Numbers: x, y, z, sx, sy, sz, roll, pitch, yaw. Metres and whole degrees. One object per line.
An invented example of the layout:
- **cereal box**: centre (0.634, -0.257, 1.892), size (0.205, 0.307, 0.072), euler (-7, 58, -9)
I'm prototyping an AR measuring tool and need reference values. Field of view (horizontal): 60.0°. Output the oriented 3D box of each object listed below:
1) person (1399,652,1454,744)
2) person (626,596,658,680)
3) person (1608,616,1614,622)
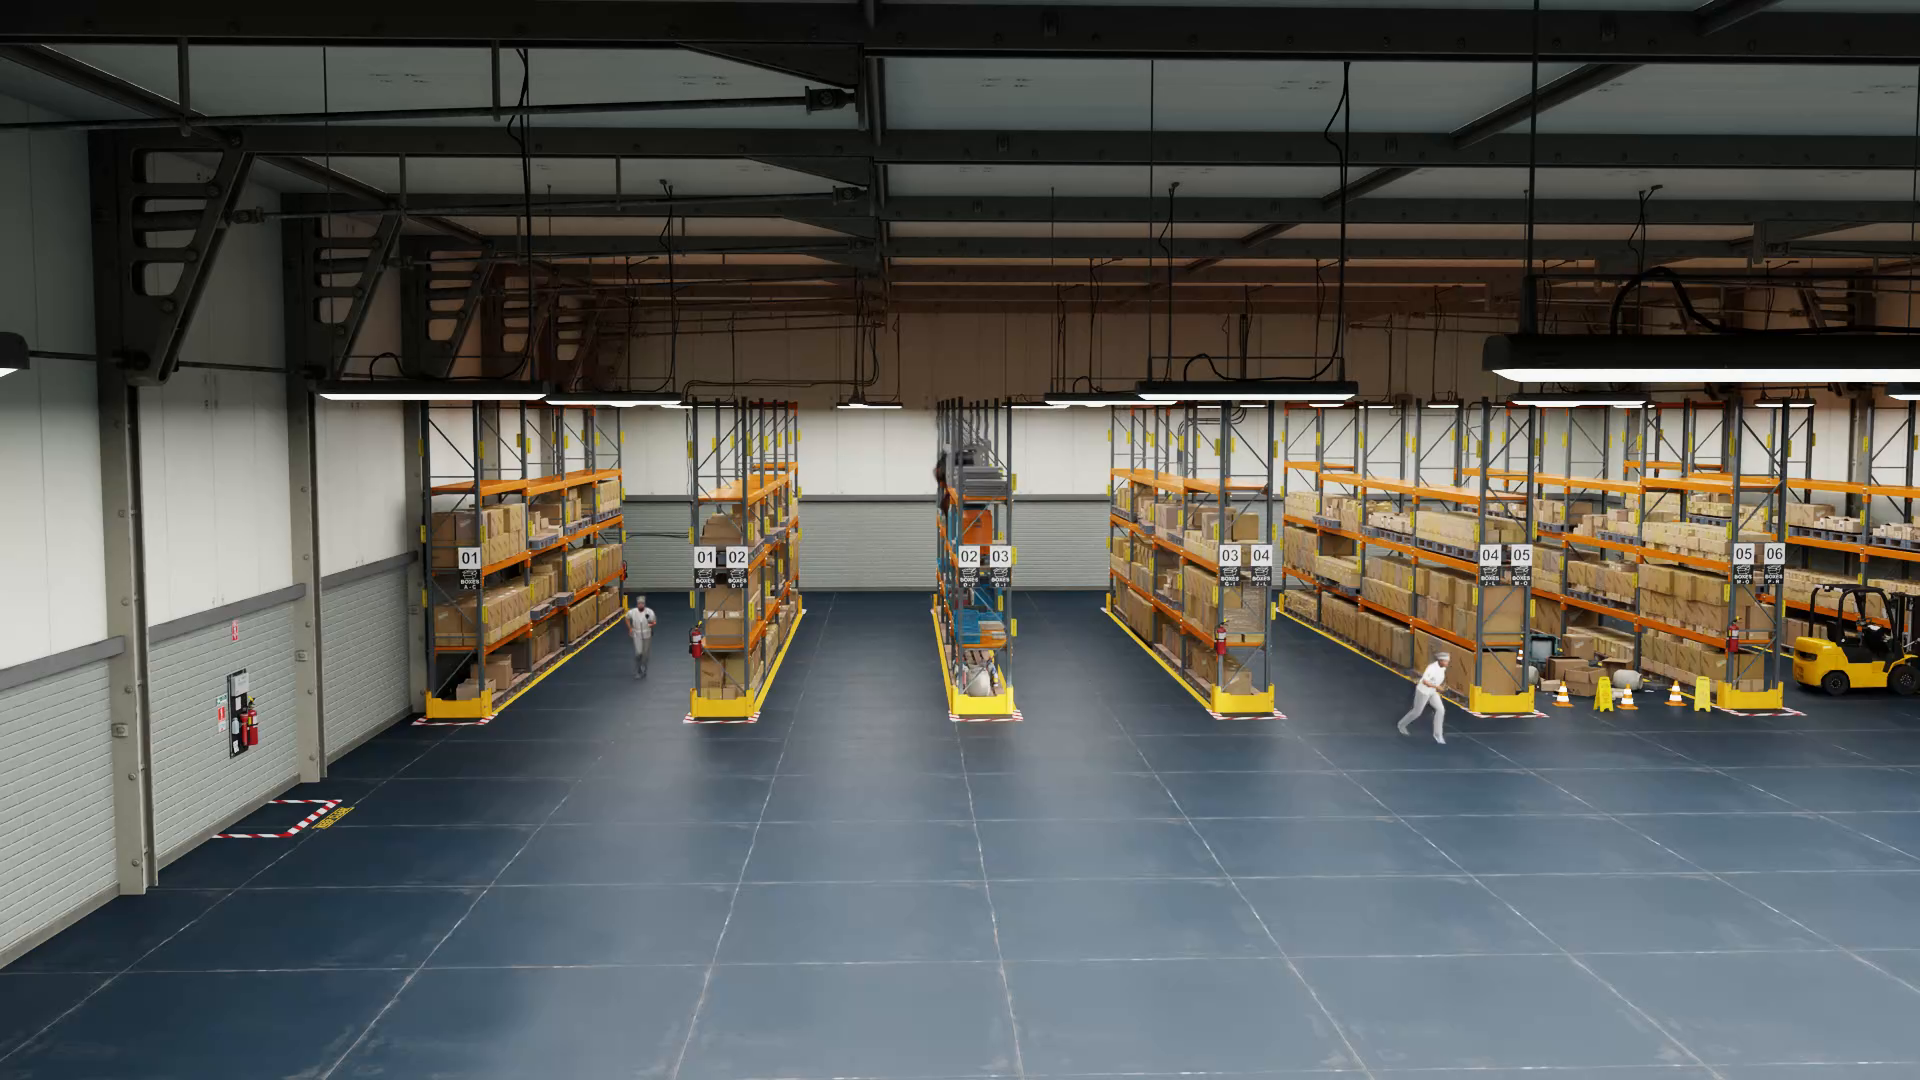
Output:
- **person**: centre (8.128, 2.719, 28.962), size (0.988, 1.626, 0.614), euler (4, 6, 42)
- **person**: centre (-6.810, 2.108, 35.675), size (0.654, 1.842, 0.805), euler (-1, 5, -15)
- **person**: centre (17.121, 1.496, 44.275), size (0.627, 1.683, 0.678), euler (-2, 5, -24)
